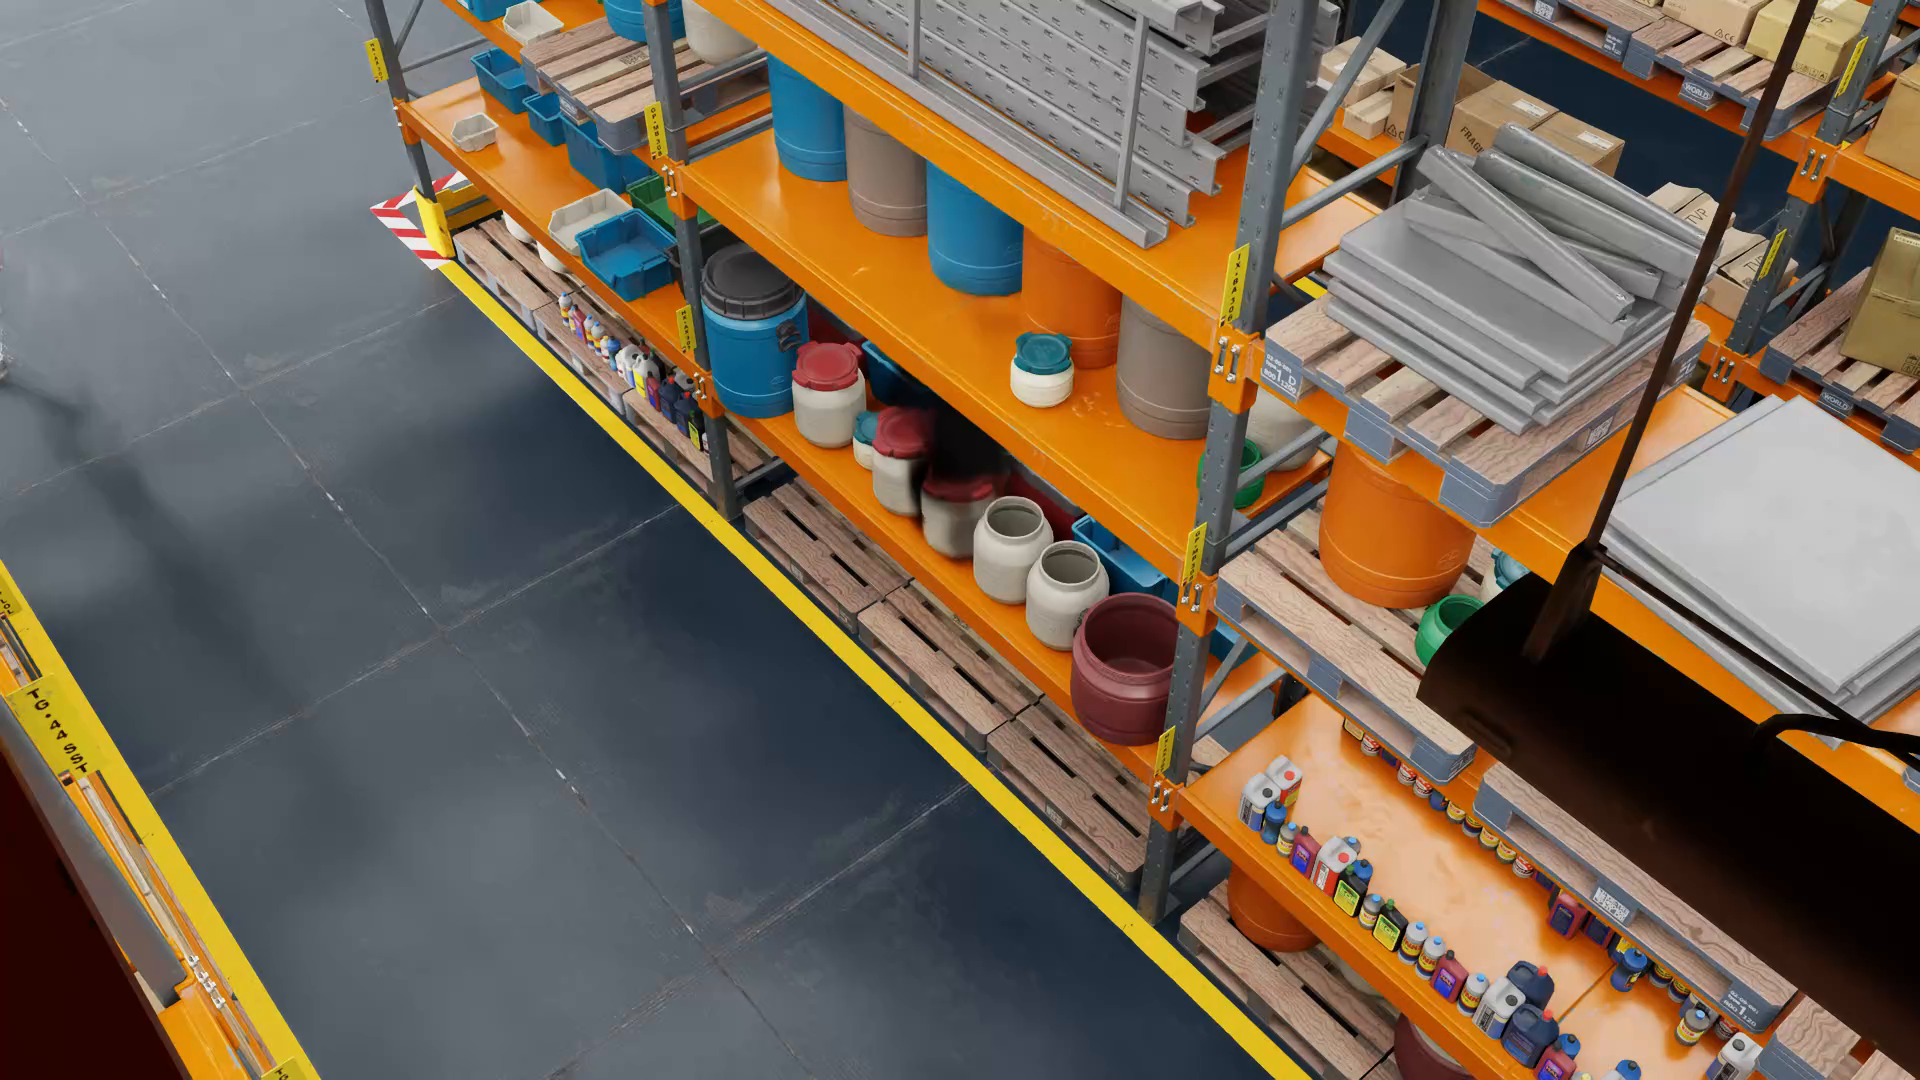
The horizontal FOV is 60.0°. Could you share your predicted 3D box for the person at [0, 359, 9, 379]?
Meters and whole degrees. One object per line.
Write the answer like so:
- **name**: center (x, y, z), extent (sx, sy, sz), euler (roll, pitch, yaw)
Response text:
- **person**: center (-7.127, -1.729, 11.435), extent (0.541, 1.736, 0.729), euler (20, 50, 18)
